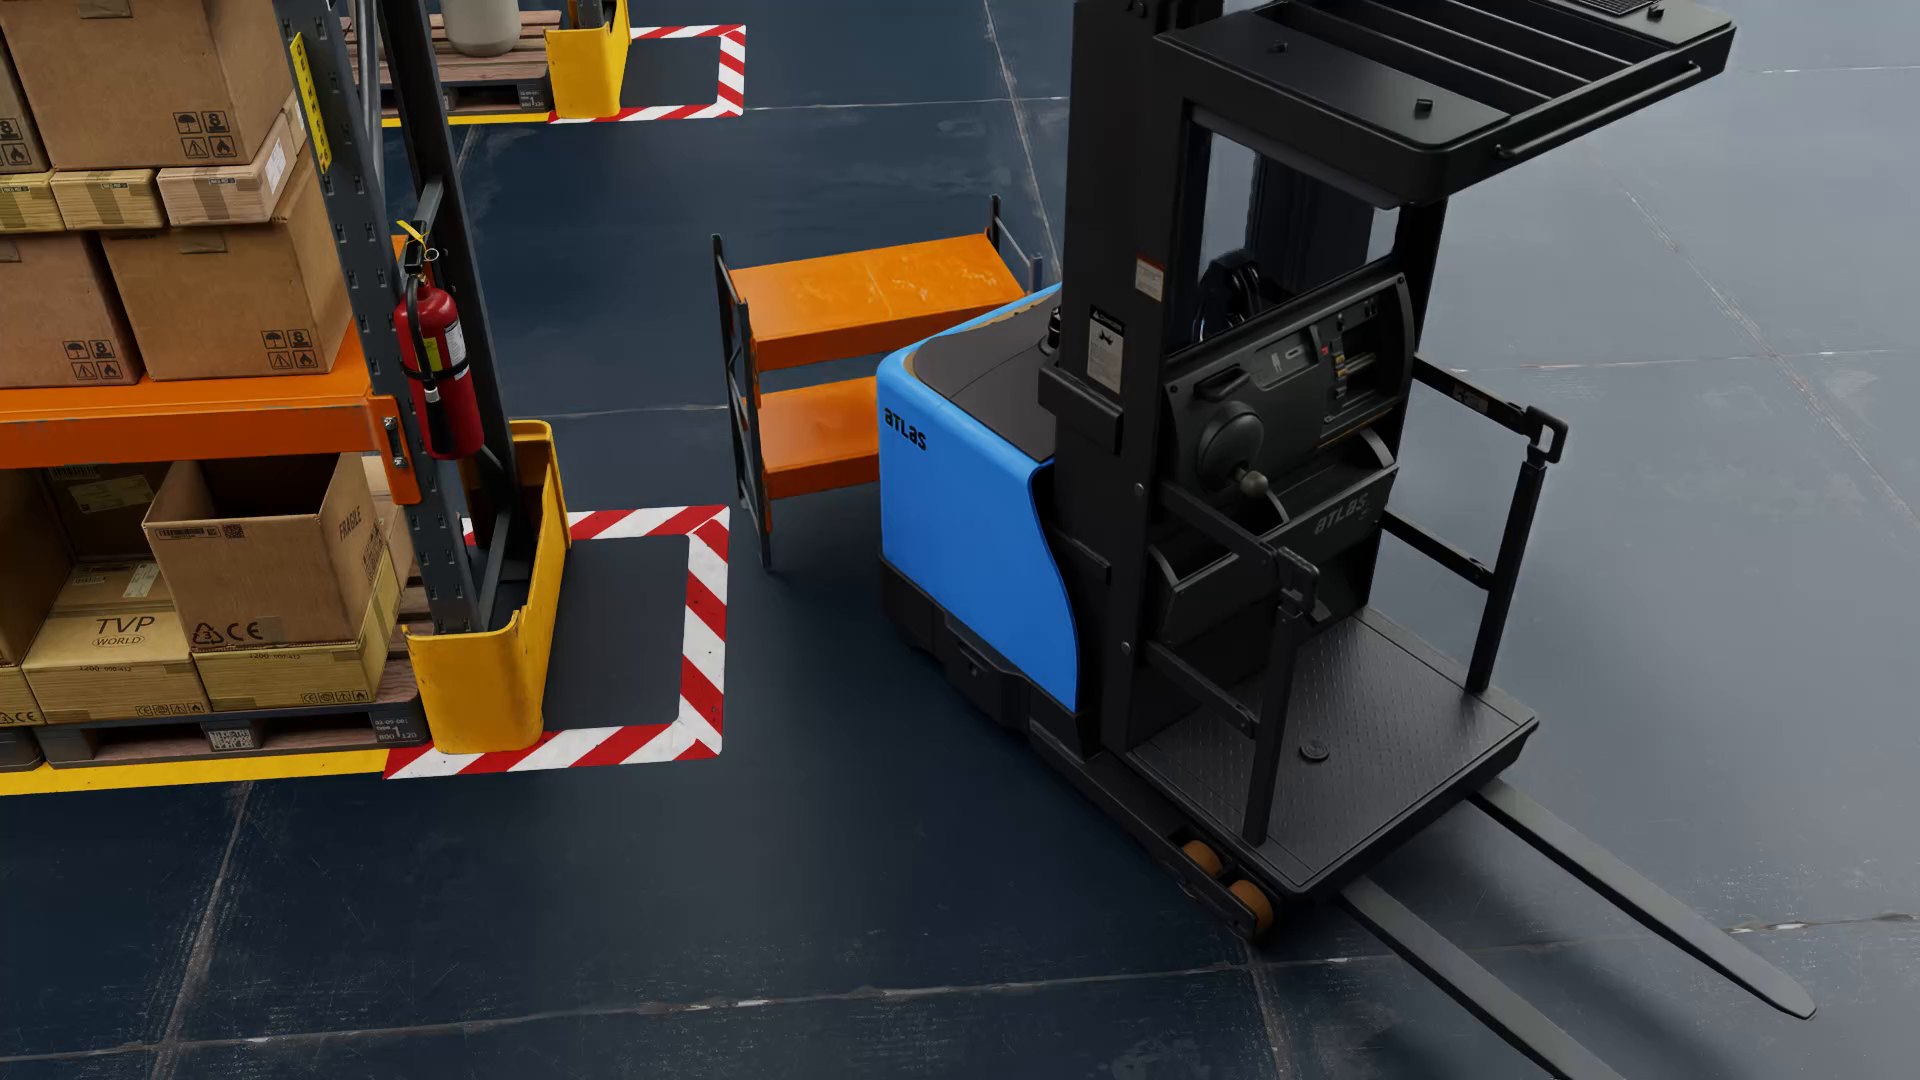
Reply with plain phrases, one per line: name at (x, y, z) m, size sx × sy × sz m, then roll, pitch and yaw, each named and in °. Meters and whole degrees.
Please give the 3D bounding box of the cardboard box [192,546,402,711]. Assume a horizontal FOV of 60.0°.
cardboard box at (-2.120, 0.277, 5.358) m, size 0.500 × 0.250 × 0.500 m, roll -3°, pitch 38°, yaw -4°

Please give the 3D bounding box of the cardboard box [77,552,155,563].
cardboard box at (-2.663, -0.013, 5.725) m, size 0.500 × 0.250 × 0.500 m, roll -3°, pitch 38°, yaw -4°

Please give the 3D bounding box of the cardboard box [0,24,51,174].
cardboard box at (-2.654, -1.345, 4.405) m, size 0.500 × 0.500 × 0.700 m, roll -4°, pitch 38°, yaw -5°

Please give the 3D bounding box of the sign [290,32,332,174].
sign at (-1.577, -1.061, 4.047) m, size 0.005 × 0.325 × 0.100 m, roll -3°, pitch 38°, yaw -4°

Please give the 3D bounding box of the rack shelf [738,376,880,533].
rack shelf at (-0.293, -0.376, 6.214) m, size 1.000 × 0.278 × 0.538 m, roll -11°, pitch 40°, yaw -13°

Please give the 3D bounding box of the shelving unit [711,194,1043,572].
shelving unit at (-0.293, -0.568, 6.062) m, size 1.048 × 1.125 × 0.538 m, roll -11°, pitch 40°, yaw -13°

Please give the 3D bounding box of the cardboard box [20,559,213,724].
cardboard box at (-2.617, 0.312, 5.314) m, size 0.500 × 0.250 × 0.500 m, roll -3°, pitch 38°, yaw -4°

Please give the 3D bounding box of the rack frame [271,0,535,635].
rack frame at (-1.612, -0.849, 4.905) m, size 0.127 × 3.000 × 1.000 m, roll -3°, pitch 38°, yaw -4°

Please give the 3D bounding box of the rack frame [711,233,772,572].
rack frame at (-0.778, -0.475, 5.944) m, size 0.032 × 1.125 × 0.500 m, roll -11°, pitch 40°, yaw -13°

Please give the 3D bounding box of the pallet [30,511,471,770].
pallet at (-2.370, 0.313, 5.682) m, size 1.213 × 0.211 × 1.003 m, roll -3°, pitch 38°, yaw -4°

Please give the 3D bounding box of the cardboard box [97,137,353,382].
cardboard box at (-2.078, -0.871, 4.851) m, size 0.500 × 0.500 × 0.700 m, roll -3°, pitch 38°, yaw -4°

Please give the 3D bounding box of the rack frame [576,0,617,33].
rack frame at (-2.047, -3.906, 8.778) m, size 0.127 × 3.000 × 1.000 m, roll -3°, pitch 38°, yaw -4°

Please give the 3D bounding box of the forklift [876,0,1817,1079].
forklift at (1.032, -0.356, 4.334) m, size 1.130 × 2.935 × 3.031 m, roll -26°, pitch 45°, yaw -29°

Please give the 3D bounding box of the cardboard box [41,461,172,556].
cardboard box at (-2.663, -0.308, 5.494) m, size 0.500 × 0.500 × 0.500 m, roll -3°, pitch 38°, yaw -4°

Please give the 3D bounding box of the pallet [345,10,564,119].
pallet at (-2.928, -2.736, 9.548) m, size 1.213 × 0.211 × 1.003 m, roll -3°, pitch 38°, yaw -4°

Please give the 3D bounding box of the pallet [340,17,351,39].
pallet at (-4.140, -2.671, 9.465) m, size 1.213 × 0.211 × 1.003 m, roll -3°, pitch 38°, yaw -4°

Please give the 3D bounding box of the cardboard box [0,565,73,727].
cardboard box at (-3.114, 0.340, 5.278) m, size 0.500 × 0.250 × 0.500 m, roll -3°, pitch 38°, yaw -4°

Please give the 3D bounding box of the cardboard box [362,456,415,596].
cardboard box at (-2.165, -0.042, 5.763) m, size 0.500 × 0.250 × 0.500 m, roll -3°, pitch 38°, yaw -4°

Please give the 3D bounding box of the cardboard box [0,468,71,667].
cardboard box at (-3.114, 0.048, 5.043) m, size 0.500 × 0.500 × 0.500 m, roll -3°, pitch 38°, yaw -4°

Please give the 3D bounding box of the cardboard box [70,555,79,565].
cardboard box at (-3.161, 0.014, 5.691) m, size 0.500 × 0.250 × 0.500 m, roll -3°, pitch 38°, yaw -4°

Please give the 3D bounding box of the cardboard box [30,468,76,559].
cardboard box at (-3.160, -0.273, 5.450) m, size 0.500 × 0.500 × 0.500 m, roll -3°, pitch 38°, yaw -4°

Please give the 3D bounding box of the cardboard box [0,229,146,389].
cardboard box at (-2.600, -0.839, 4.811) m, size 0.500 × 0.500 × 0.700 m, roll -2°, pitch 38°, yaw -3°

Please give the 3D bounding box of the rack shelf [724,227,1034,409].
rack shelf at (-0.293, -0.798, 5.881) m, size 1.000 × 0.278 × 0.538 m, roll -11°, pitch 40°, yaw -13°

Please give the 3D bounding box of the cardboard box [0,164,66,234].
cardboard box at (-2.491, -0.975, 4.460) m, size 0.250 × 0.149 × 0.380 m, roll -4°, pitch 38°, yaw -5°

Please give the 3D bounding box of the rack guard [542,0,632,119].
rack guard at (-2.118, -2.891, 9.511) m, size 0.348 × 0.500 × 1.175 m, roll -3°, pitch 38°, yaw -4°

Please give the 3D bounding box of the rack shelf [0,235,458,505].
rack shelf at (-3.604, -0.457, 4.988) m, size 4.000 × 0.370 × 1.077 m, roll -3°, pitch 38°, yaw -4°

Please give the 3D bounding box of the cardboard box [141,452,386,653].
cardboard box at (-2.119, -0.016, 5.124) m, size 0.500 × 0.500 × 0.500 m, roll -3°, pitch 38°, yaw -4°

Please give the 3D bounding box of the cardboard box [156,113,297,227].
cardboard box at (-1.975, -1.005, 4.497) m, size 0.250 × 0.149 × 0.380 m, roll -4°, pitch 38°, yaw -5°

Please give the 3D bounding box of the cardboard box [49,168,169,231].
cardboard box at (-2.236, -0.989, 4.478) m, size 0.250 × 0.149 × 0.380 m, roll -2°, pitch 38°, yaw -3°

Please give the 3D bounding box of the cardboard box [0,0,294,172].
cardboard box at (-2.130, -1.377, 4.446) m, size 0.500 × 0.500 × 0.700 m, roll -3°, pitch 38°, yaw -4°

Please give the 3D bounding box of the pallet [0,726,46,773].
pallet at (-3.582, 0.378, 5.600) m, size 1.213 × 0.211 × 1.003 m, roll -3°, pitch 38°, yaw -4°

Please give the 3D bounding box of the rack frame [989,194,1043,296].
rack frame at (0.193, -0.661, 6.180) m, size 0.032 × 1.125 × 0.500 m, roll -11°, pitch 40°, yaw -13°

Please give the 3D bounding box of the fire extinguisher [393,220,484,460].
fire extinguisher at (-1.453, -0.539, 4.574) m, size 0.183 × 0.674 × 0.296 m, roll -3°, pitch 38°, yaw -4°

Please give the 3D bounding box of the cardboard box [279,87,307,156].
cardboard box at (-2.022, -1.254, 4.814) m, size 0.250 × 0.149 × 0.380 m, roll -3°, pitch 38°, yaw -4°

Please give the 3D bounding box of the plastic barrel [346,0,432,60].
plastic barrel at (-3.195, -2.983, 9.278) m, size 0.421 × 0.512 × 0.421 m, roll 0°, pitch 38°, yaw 0°

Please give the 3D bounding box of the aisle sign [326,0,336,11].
aisle sign at (-1.520, -1.692, 3.874) m, size 0.004 × 0.787 × 0.394 m, roll -3°, pitch 38°, yaw -4°

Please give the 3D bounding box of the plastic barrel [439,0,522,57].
plastic barrel at (-2.695, -3.011, 9.313) m, size 0.421 × 0.512 × 0.421 m, roll 0°, pitch 38°, yaw 0°

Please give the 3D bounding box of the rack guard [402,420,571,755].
rack guard at (-1.588, 0.131, 5.681) m, size 0.348 × 0.500 × 1.175 m, roll -3°, pitch 38°, yaw -4°
